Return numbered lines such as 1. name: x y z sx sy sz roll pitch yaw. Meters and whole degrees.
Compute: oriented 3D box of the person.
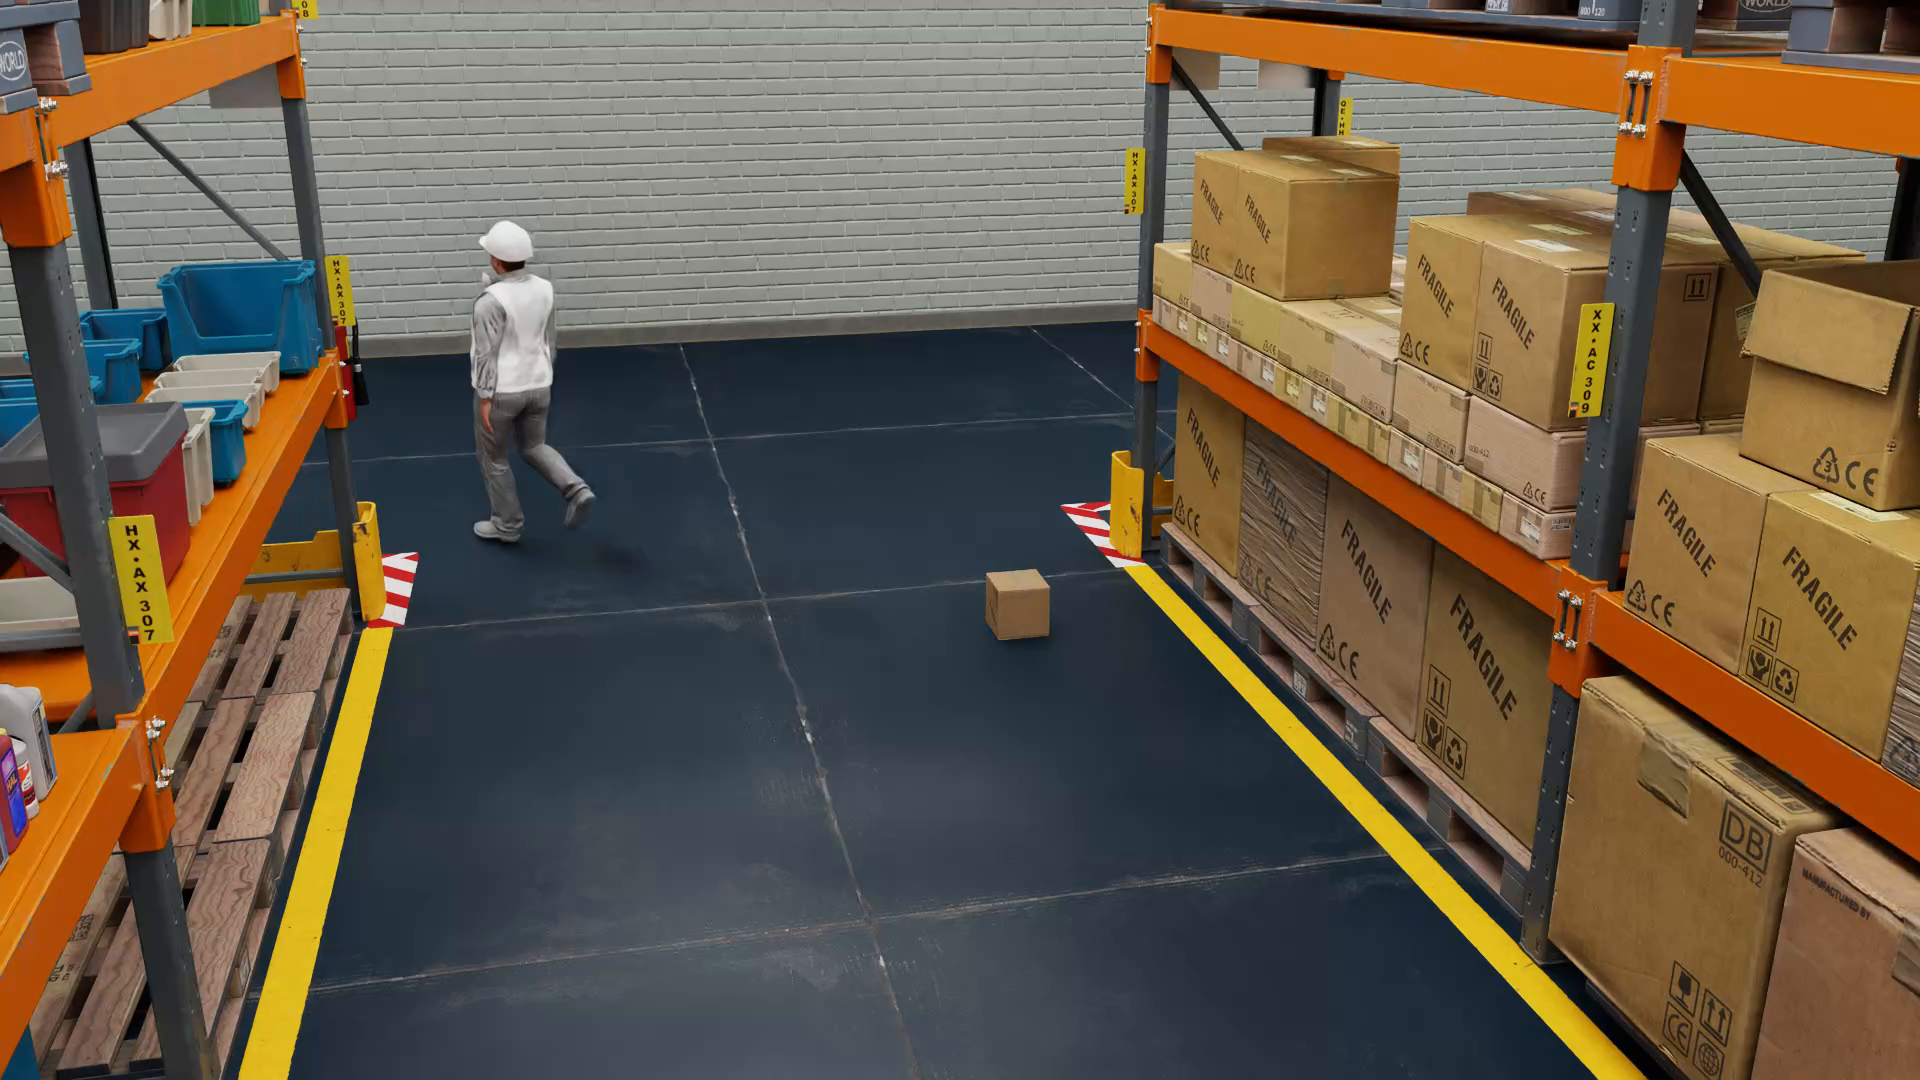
1. person: -2.340 -0.817 8.808 0.724 1.749 0.546 13 23 32
